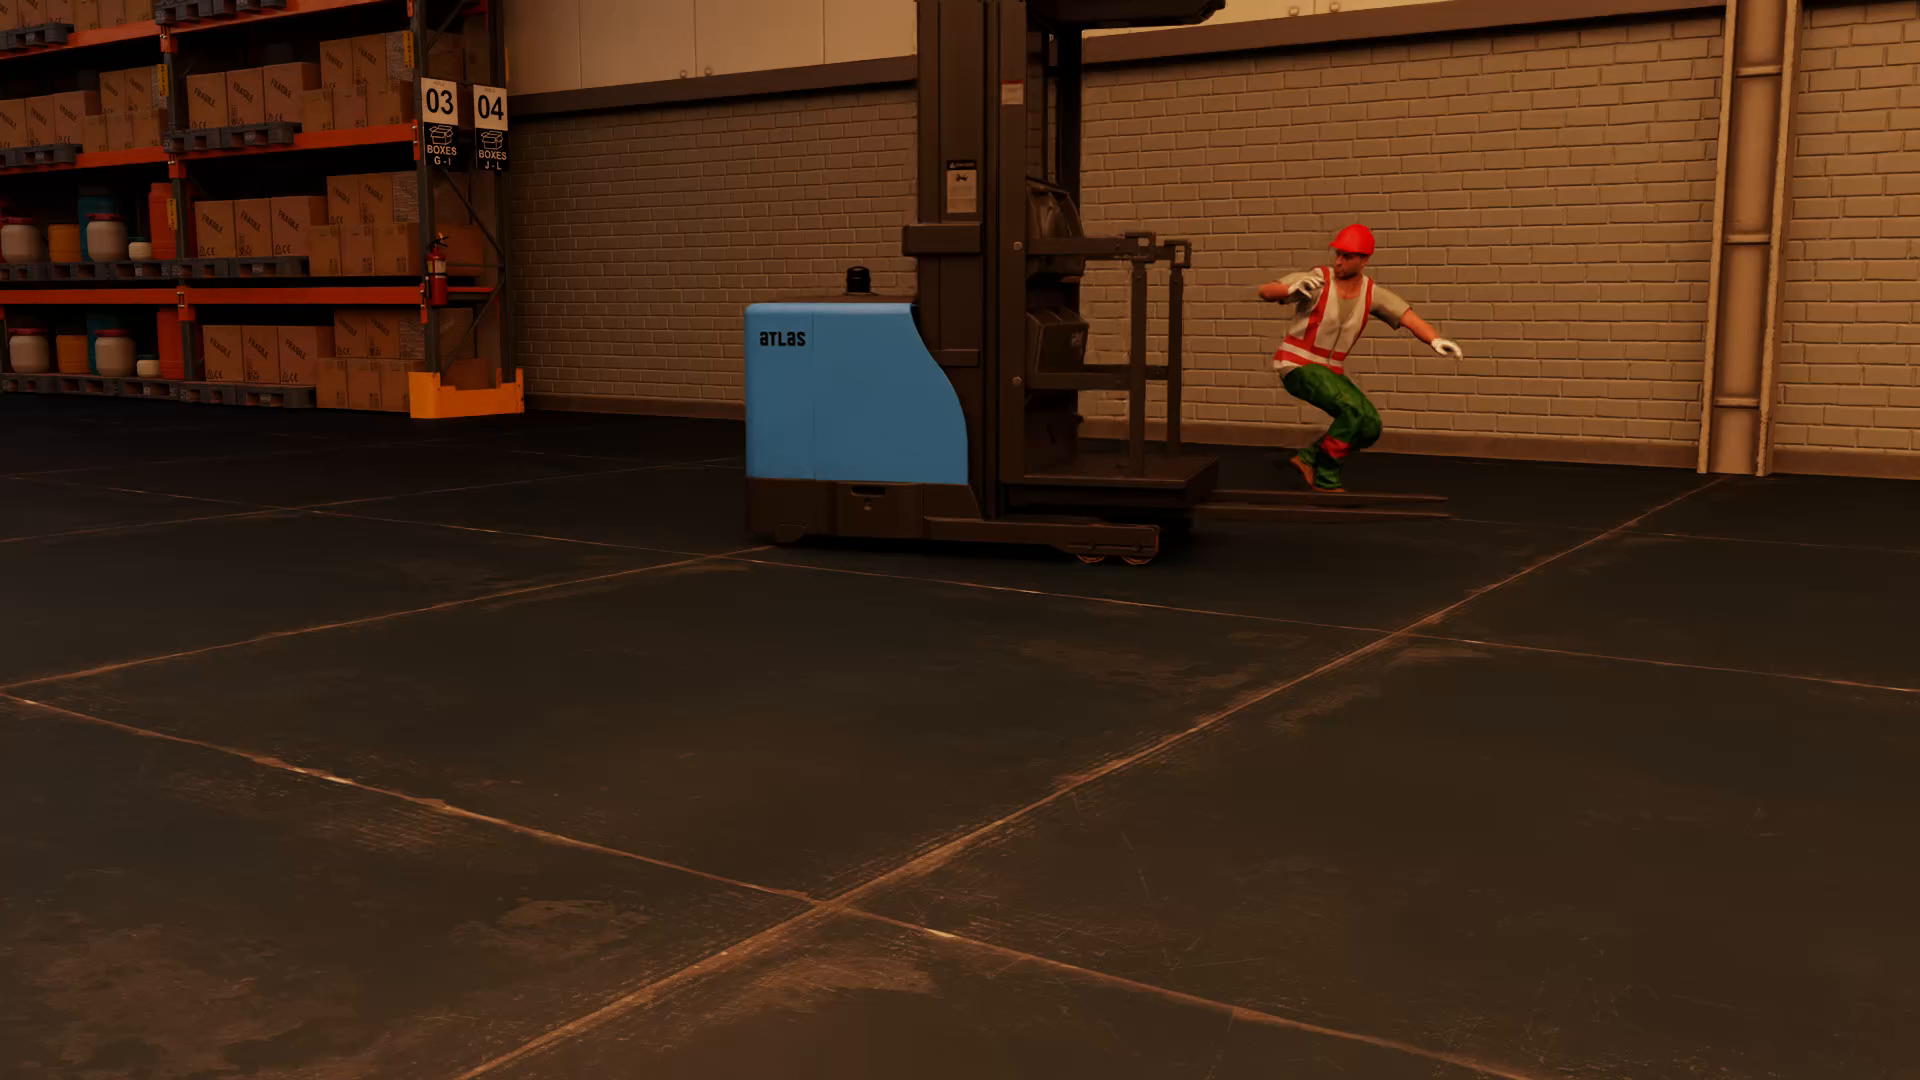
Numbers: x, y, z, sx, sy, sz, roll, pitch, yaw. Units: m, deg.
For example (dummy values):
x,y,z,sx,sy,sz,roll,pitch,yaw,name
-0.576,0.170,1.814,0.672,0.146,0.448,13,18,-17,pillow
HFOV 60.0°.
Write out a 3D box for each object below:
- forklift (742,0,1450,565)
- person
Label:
x,y,z,sx,sy,sz,roll,pitch,yaw,name
0.608,-1.429,7.245,3.031,2.935,1.130,2,8,16,forklift
2.079,-0.923,8.806,0.782,1.478,1.011,-6,10,-35,person
